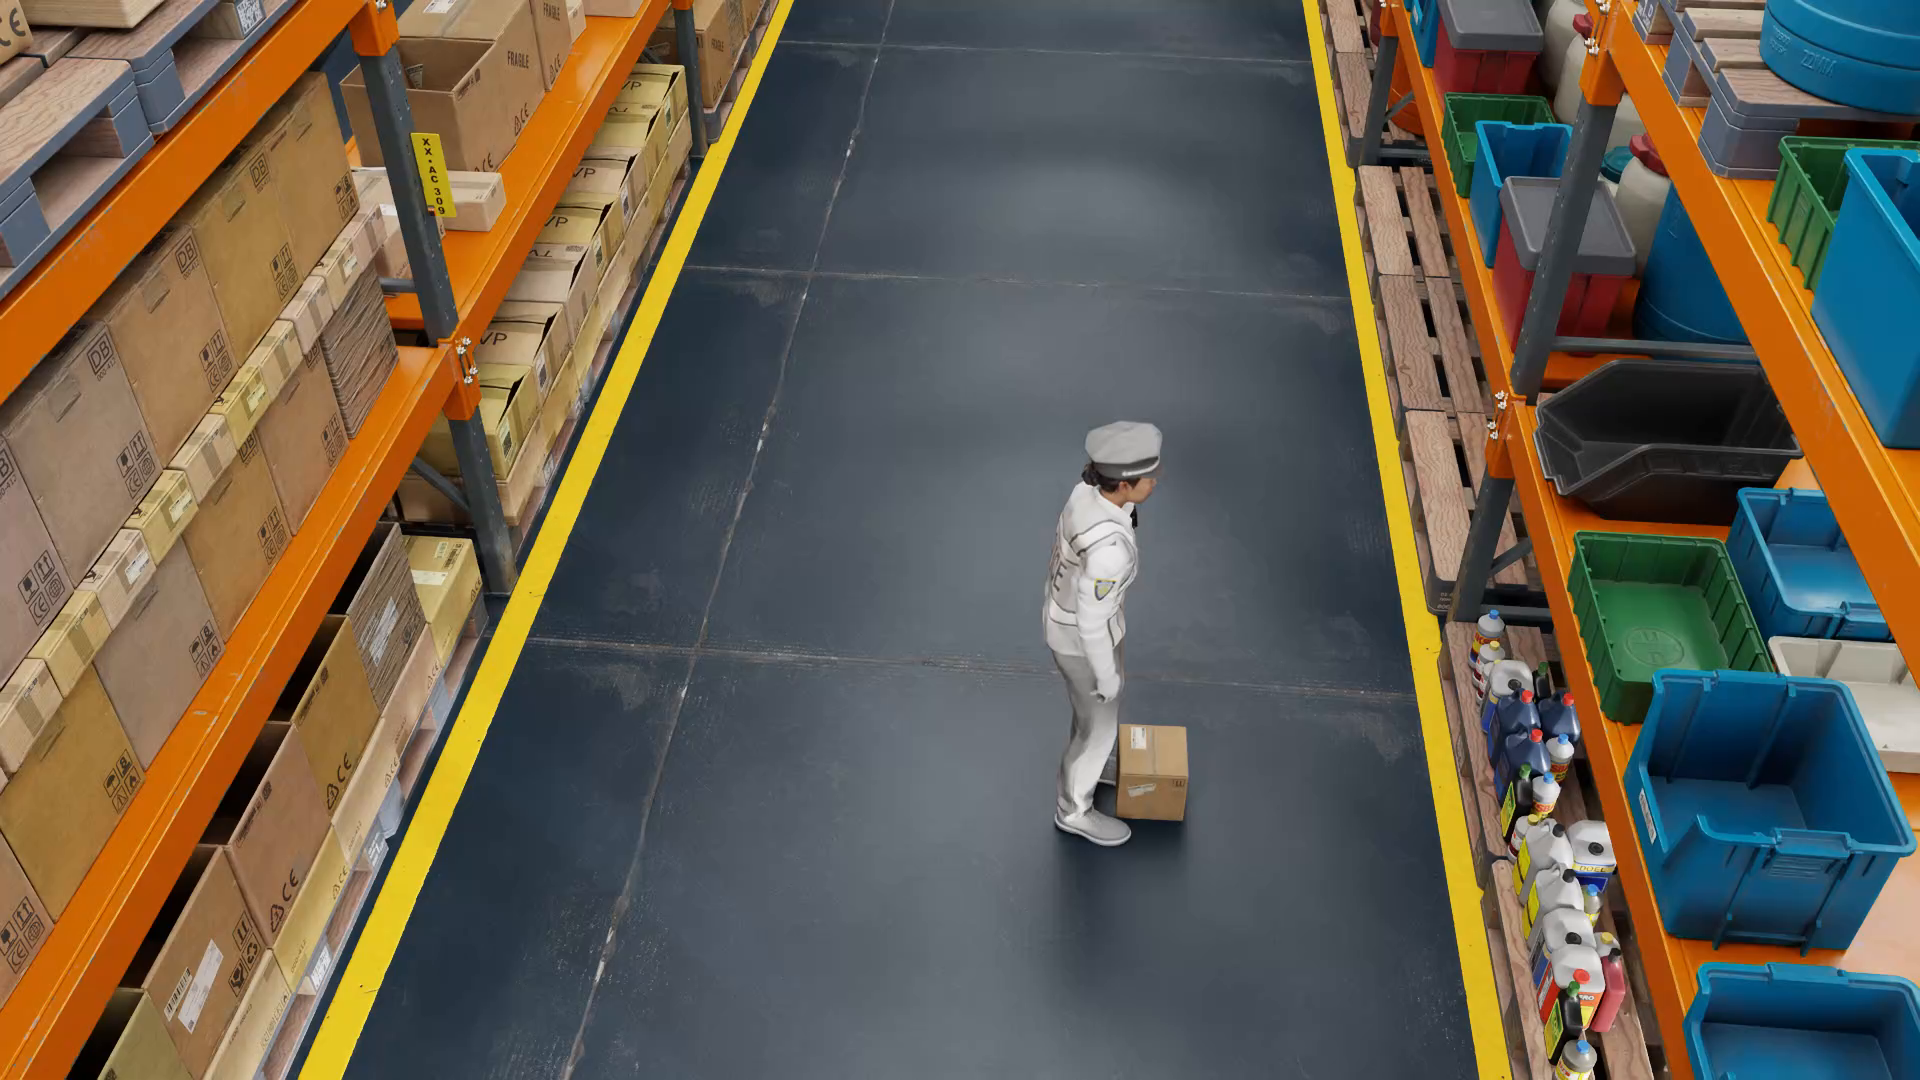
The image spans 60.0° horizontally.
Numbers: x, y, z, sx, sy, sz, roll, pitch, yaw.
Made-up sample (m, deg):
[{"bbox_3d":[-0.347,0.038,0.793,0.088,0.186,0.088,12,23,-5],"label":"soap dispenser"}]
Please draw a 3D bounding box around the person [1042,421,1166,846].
[{"bbox_3d":[0.493,0.319,5.778,0.415,1.662,0.540,1,40,1],"label":"person"}]
